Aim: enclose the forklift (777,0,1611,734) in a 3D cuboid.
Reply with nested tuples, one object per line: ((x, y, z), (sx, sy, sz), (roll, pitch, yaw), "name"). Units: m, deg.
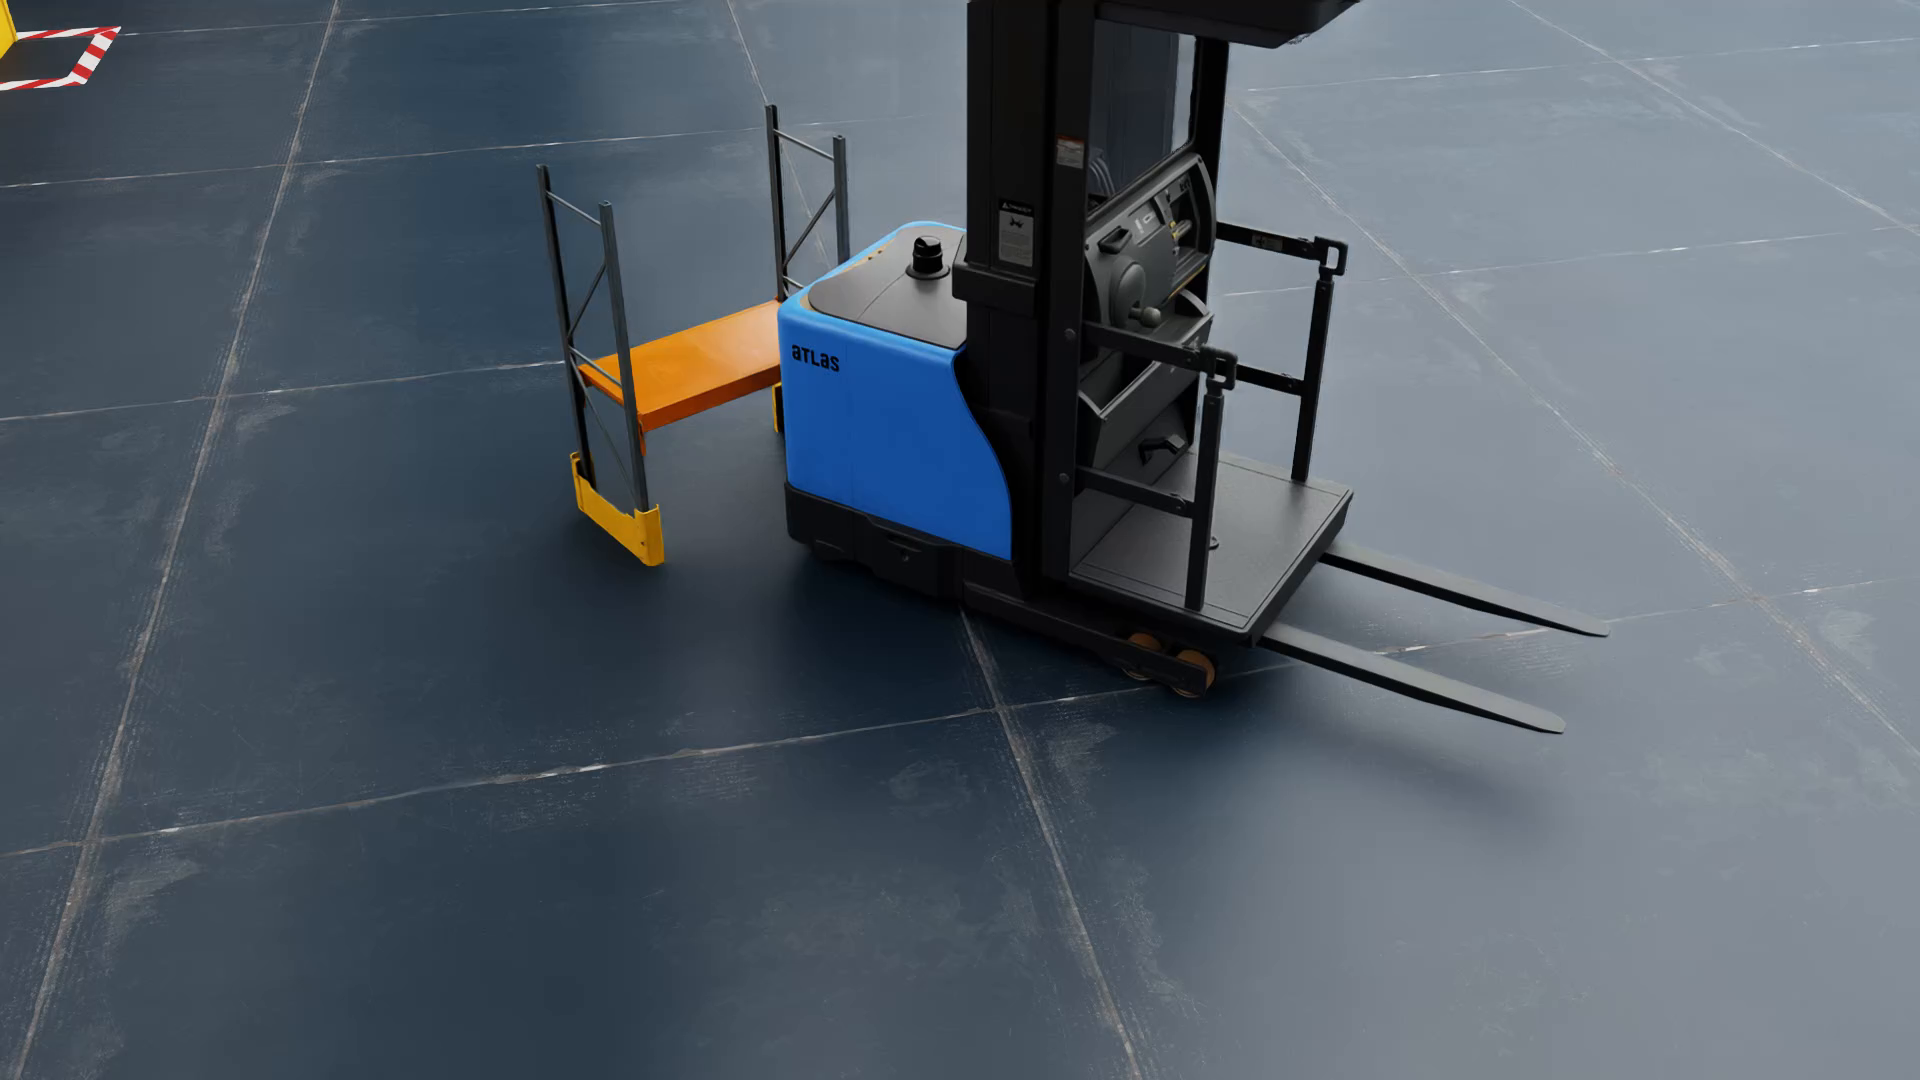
((0.836, -0.996, 5.603), (3.031, 2.935, 1.130), (18, 38, 25), "forklift")

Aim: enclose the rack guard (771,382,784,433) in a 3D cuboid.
((-0.624, -0.491, 7.257), (0.087, 0.250, 0.587), (-25, 41, -32), "rack guard")

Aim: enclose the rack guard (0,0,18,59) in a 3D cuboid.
((-6.991, -3.592, 11.654), (0.348, 0.500, 1.175), (-7, 35, -11), "rack guard")

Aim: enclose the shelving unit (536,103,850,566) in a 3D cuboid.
((-1.005, -0.831, 6.643), (1.083, 1.500, 0.587), (-25, 41, -32), "shelving unit")

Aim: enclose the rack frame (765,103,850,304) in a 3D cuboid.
((-0.609, -1.017, 6.919), (0.032, 1.500, 0.500), (-25, 41, -32), "rack frame")

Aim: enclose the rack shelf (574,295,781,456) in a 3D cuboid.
((-0.998, -0.685, 6.748), (1.000, 0.185, 0.538), (-25, 41, -32), "rack shelf")

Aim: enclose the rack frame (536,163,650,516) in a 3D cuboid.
((-1.388, -0.653, 6.377), (0.032, 1.500, 0.500), (-25, 41, -32), "rack frame")

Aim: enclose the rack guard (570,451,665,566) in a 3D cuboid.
((-1.387, -0.134, 6.726), (0.087, 0.250, 0.587), (-25, 41, -32), "rack guard")
